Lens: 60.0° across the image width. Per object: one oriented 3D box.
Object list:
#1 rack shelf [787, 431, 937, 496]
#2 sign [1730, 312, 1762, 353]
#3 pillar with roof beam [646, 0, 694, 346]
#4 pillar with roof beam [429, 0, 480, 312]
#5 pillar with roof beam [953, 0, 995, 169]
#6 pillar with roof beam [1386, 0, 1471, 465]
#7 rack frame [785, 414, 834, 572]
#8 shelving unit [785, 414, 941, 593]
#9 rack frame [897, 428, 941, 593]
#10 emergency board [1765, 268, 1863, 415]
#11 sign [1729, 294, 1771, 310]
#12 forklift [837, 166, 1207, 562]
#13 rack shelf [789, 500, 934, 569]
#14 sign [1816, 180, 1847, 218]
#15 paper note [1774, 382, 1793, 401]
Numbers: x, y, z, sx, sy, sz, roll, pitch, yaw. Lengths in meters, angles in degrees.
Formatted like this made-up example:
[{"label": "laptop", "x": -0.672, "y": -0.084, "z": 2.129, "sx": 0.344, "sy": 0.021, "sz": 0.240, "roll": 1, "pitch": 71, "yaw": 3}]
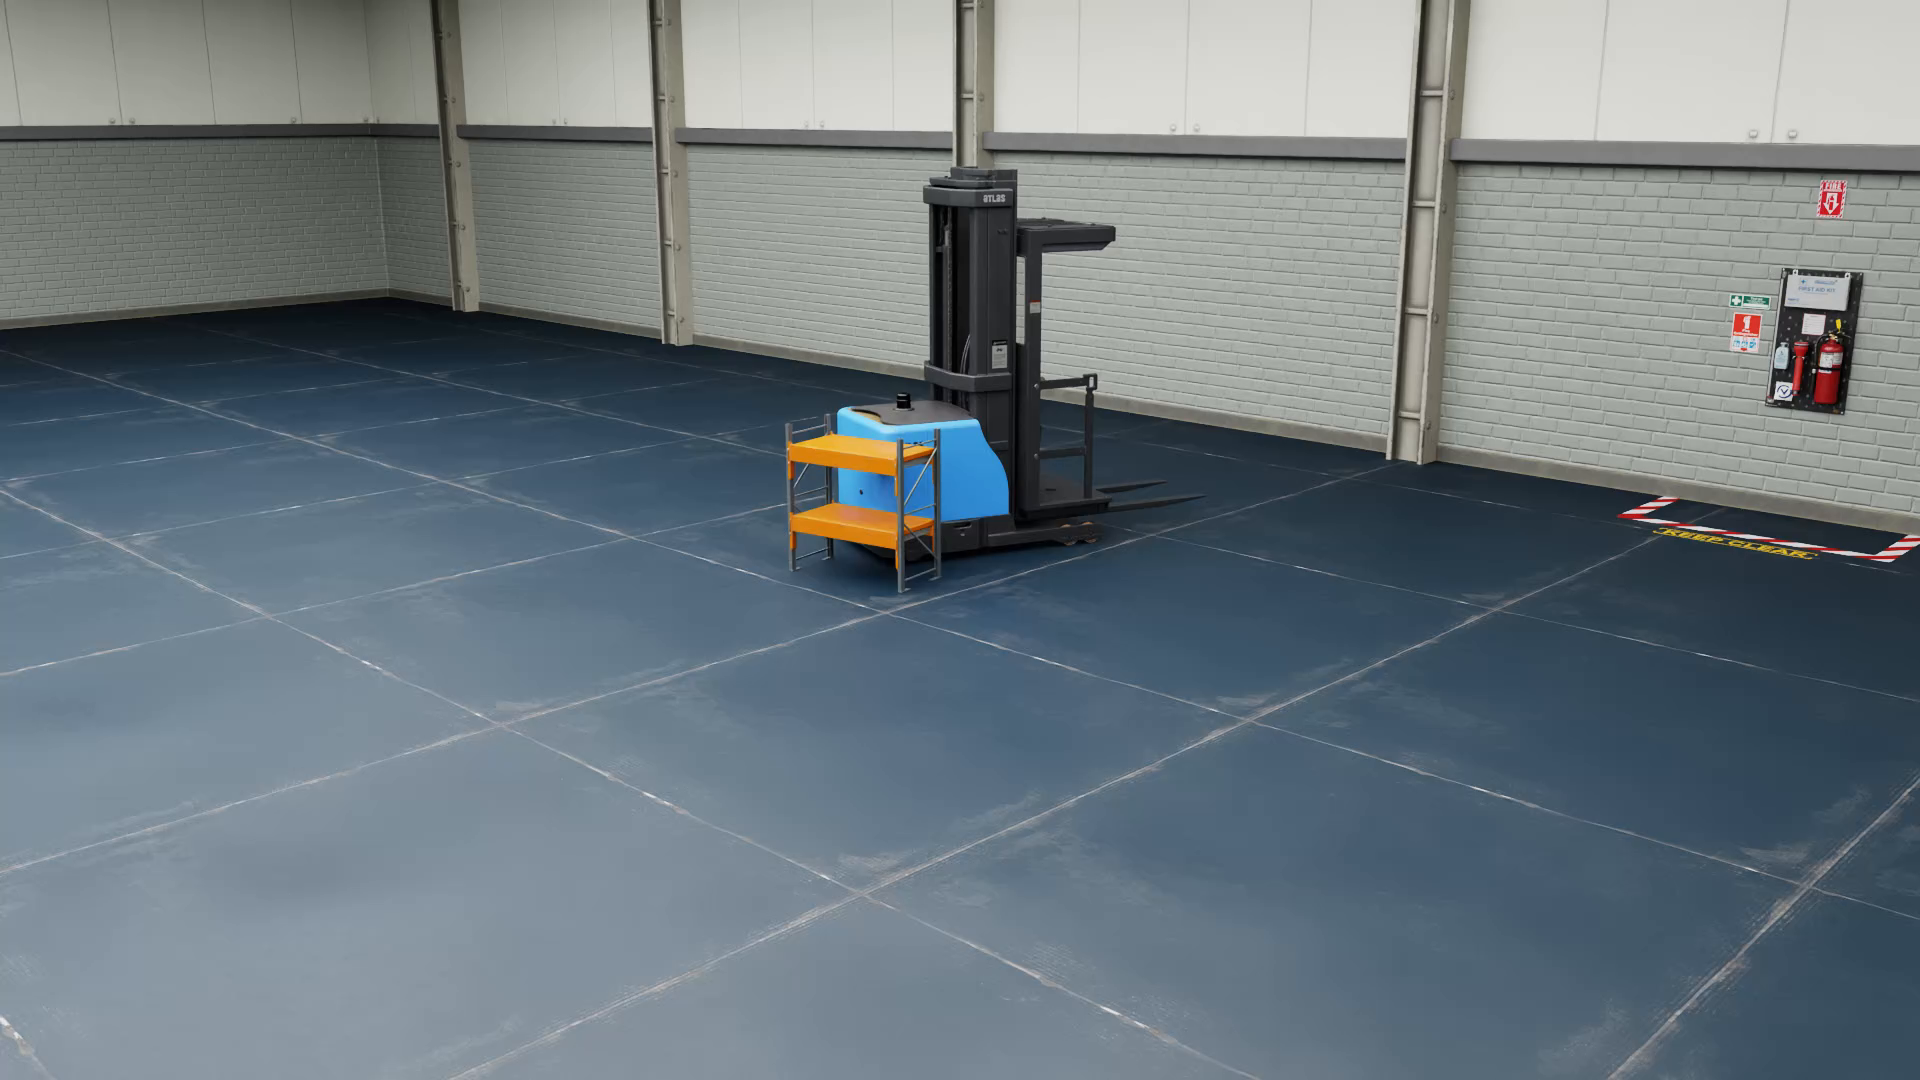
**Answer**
[{"label": "rack shelf", "x": -0.714, "y": -0.571, "z": 12.233, "sx": 1.000, "sy": 0.278, "sz": 0.538, "roll": 10, "pitch": 17, "yaw": 33}, {"label": "sign", "x": 6.718, "y": -1.772, "z": 14.214, "sx": 0.234, "sy": 0.329, "sz": 0.001, "roll": 14, "pitch": 20, "yaw": 42}, {"label": "pillar with roof beam", "x": -7.149, "y": -6.472, "z": 20.423, "sx": 0.400, "sy": 9.000, "sz": 9.100, "roll": 14, "pitch": 20, "yaw": 42}, {"label": "pillar with roof beam", "x": -11.468, "y": -7.522, "z": 24.453, "sx": 0.400, "sy": 9.000, "sz": 9.100, "roll": 14, "pitch": 20, "yaw": 42}, {"label": "pillar with roof beam", "x": -2.830, "y": -5.422, "z": 16.393, "sx": 0.400, "sy": 9.000, "sz": 9.100, "roll": 14, "pitch": 20, "yaw": 42}, {"label": "pillar with roof beam", "x": 1.489, "y": -4.372, "z": 12.363, "sx": 0.400, "sy": 9.000, "sz": 9.100, "roll": 14, "pitch": 20, "yaw": 42}, {"label": "rack frame", "x": -1.134, "y": -0.360, "z": 12.584, "sx": 0.032, "sy": 1.125, "sz": 0.500, "roll": 10, "pitch": 17, "yaw": 33}, {"label": "shelving unit", "x": -0.714, "y": -0.288, "z": 12.307, "sx": 1.048, "sy": 1.125, "sz": 0.538, "roll": 10, "pitch": 17, "yaw": 33}, {"label": "rack frame", "x": -0.294, "y": -0.216, "z": 12.030, "sx": 0.032, "sy": 1.125, "sz": 0.500, "roll": 10, "pitch": 17, "yaw": 33}, {"label": "emergency board", "x": 7.044, "y": -1.639, "z": 13.775, "sx": 0.643, "sy": 1.169, "sz": 0.194, "roll": 14, "pitch": 20, "yaw": 42}, {"label": "sign", "x": 6.715, "y": -2.026, "z": 14.138, "sx": 0.331, "sy": 0.109, "sz": 0.001, "roll": 14, "pitch": 20, "yaw": 42}, {"label": "forklift", "x": 0.568, "y": -1.487, "z": 13.326, "sx": 3.031, "sy": 2.935, "sz": 1.130, "roll": -7, "pitch": 16, "yaw": -25}, {"label": "rack shelf", "x": -0.714, "y": -0.051, "z": 12.368, "sx": 1.000, "sy": 0.278, "sz": 0.538, "roll": 10, "pitch": 17, "yaw": 33}, {"label": "sign", "x": 7.108, "y": -2.781, "z": 13.557, "sx": 0.199, "sy": 0.298, "sz": 0.001, "roll": 14, "pitch": 20, "yaw": 42}, {"label": "paper note", "x": 6.965, "y": -1.257, "z": 14.053, "sx": 0.142, "sy": 0.148, "sz": 0.016, "roll": 14, "pitch": 20, "yaw": 42}]
